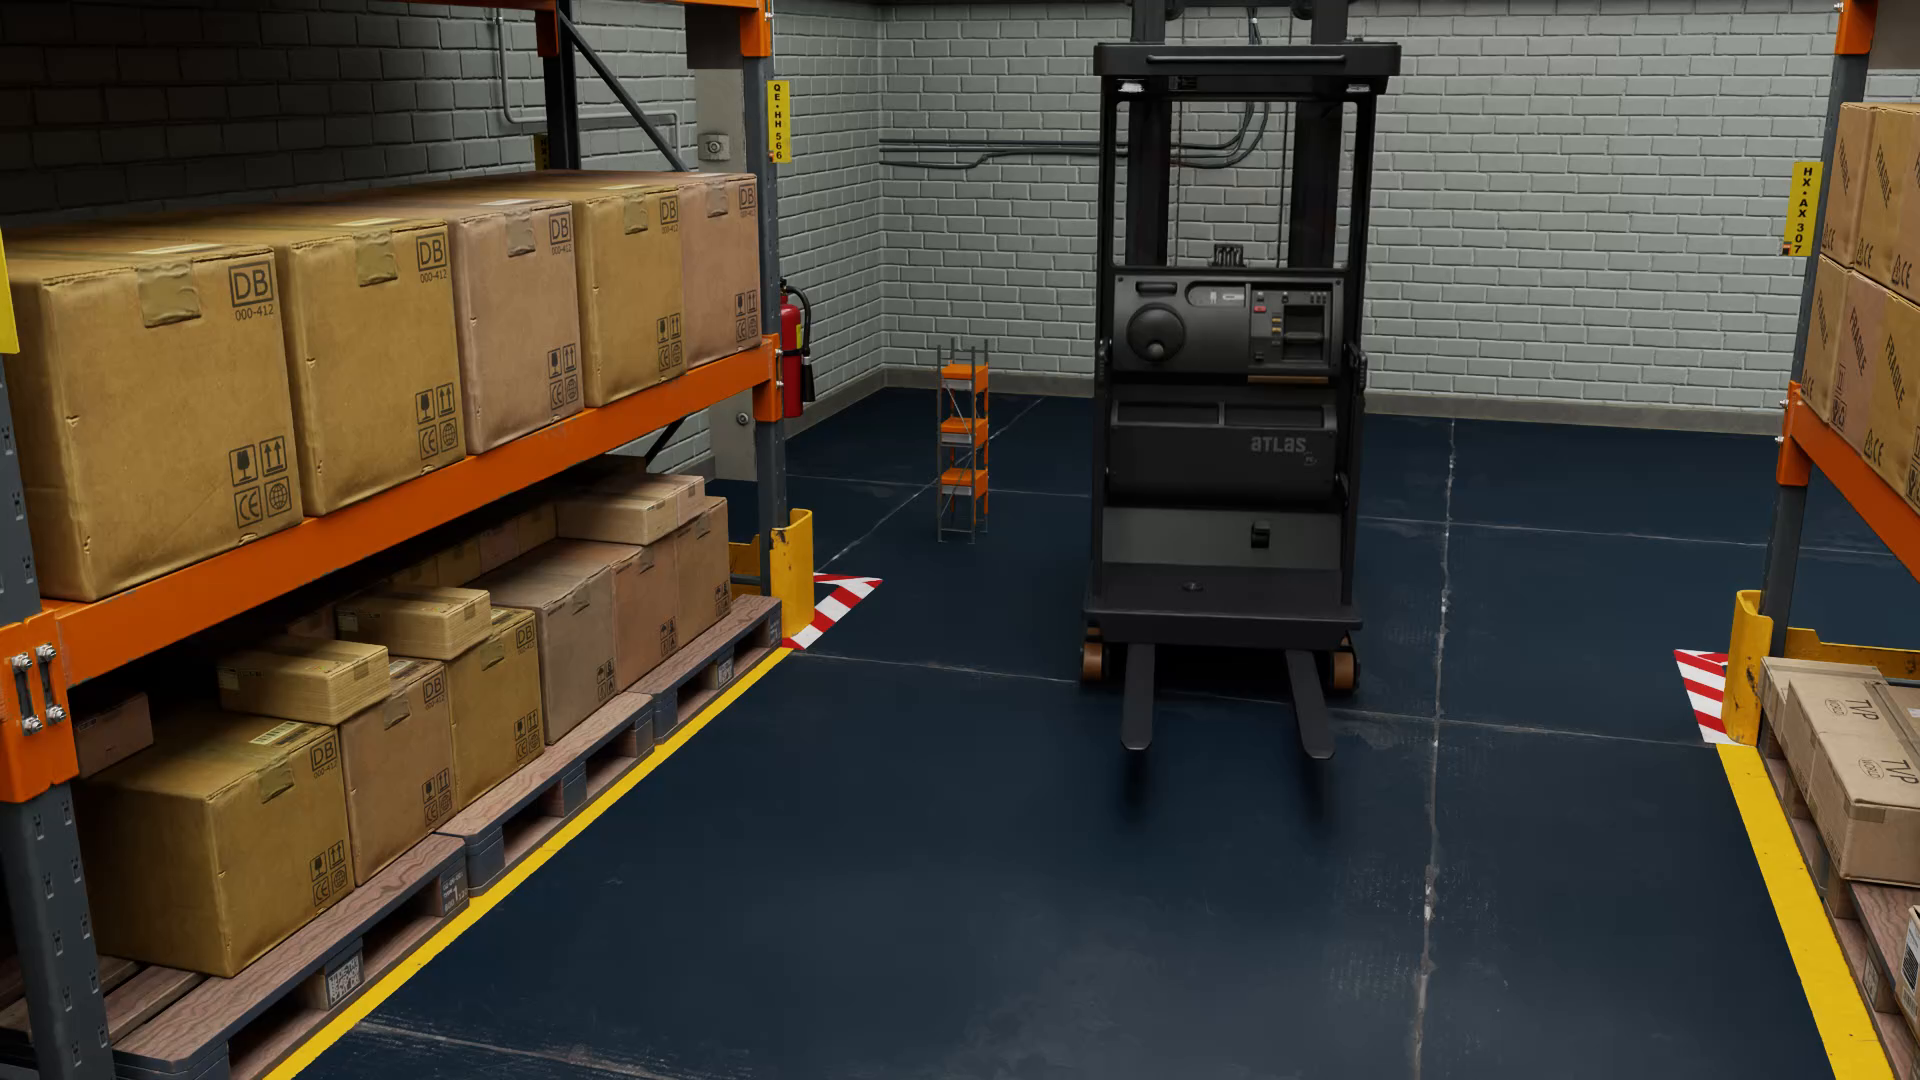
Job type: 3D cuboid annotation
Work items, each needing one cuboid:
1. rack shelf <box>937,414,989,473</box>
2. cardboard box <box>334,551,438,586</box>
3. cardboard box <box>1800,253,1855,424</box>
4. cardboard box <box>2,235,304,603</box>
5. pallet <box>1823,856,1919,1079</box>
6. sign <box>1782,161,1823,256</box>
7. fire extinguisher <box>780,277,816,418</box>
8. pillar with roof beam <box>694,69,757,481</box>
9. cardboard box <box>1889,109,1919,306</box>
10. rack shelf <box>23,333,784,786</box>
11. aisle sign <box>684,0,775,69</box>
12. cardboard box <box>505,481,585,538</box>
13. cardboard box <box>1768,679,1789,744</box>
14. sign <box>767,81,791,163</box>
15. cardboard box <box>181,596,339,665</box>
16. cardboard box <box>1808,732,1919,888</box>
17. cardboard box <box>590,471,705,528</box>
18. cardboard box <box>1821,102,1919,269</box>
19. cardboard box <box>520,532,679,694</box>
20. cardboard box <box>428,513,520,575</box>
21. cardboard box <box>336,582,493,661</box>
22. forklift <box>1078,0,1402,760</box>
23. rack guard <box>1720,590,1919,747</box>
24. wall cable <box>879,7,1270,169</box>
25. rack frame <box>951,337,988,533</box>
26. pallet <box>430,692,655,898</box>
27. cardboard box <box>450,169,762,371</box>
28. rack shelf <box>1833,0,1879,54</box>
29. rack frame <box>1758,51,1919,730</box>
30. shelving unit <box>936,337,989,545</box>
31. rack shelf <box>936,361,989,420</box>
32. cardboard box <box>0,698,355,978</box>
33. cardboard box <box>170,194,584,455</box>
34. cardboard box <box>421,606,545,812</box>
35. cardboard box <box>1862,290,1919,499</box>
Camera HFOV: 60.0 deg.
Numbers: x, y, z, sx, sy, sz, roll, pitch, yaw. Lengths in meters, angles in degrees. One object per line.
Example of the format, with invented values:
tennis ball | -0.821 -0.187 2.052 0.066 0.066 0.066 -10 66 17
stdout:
rack shelf | 0.015 -0.509 8.738 0.215 0.259 0.240 5 16 16
cardboard box | -1.951 0.140 5.463 0.380 0.149 0.250 4 16 15
cardboard box | 3.110 -0.659 5.472 0.500 0.500 0.500 5 17 17
cardboard box | -2.228 -0.328 3.939 0.980 0.700 0.700 5 17 17
pallet | 2.893 1.182 4.276 1.003 0.211 1.213 5 16 16
sign | 2.969 -1.165 5.853 0.100 0.325 0.005 5 16 16
fire extinguisher | -0.776 -0.877 7.248 0.296 0.674 0.183 5 16 16
pillar with roof beam | 2.804 -4.415 7.905 9.100 9.000 0.400 5 16 16
cardboard box | 2.822 -0.872 4.391 0.500 0.500 0.500 5 17 17
rack shelf | -1.830 -0.220 5.427 1.077 0.370 4.000 5 16 16
aisle sign | -0.953 -2.336 6.803 0.394 0.787 0.004 5 16 16
cardboard box | -1.664 -0.126 6.398 0.380 0.149 0.250 5 16 16
cardboard box | 2.970 0.593 5.627 0.380 0.166 0.250 5 16 16
sign | -0.745 -1.715 6.822 0.100 0.325 0.005 5 16 16
cardboard box | -2.097 0.273 4.992 0.380 0.149 0.250 4 16 14
cardboard box | 2.779 0.787 4.792 0.500 0.250 0.500 5 16 16
cardboard box | -1.226 -0.162 6.528 0.380 0.149 0.250 4 16 15
cardboard box | 3.110 -1.140 5.336 0.500 0.500 0.500 5 17 18
cardboard box | -1.506 0.233 6.323 0.700 0.500 0.500 5 16 16
cardboard box | -1.807 0.006 5.933 0.380 0.149 0.250 5 17 17
cardboard box | -1.667 0.246 5.089 0.380 0.149 0.250 4 16 14
forklift | 1.074 -0.897 6.621 1.130 2.935 3.031 2 16 7
rack guard | 3.468 0.516 6.094 1.175 0.500 0.348 5 16 16
wall cable | 0.689 -3.934 11.898 3.097 2.526 0.112 5 16 16
rack frame | 0.050 -0.551 8.848 0.200 1.050 0.008 5 16 16
pallet | -1.762 0.785 5.674 1.003 0.211 1.213 5 16 16
cardboard box | -1.397 -1.100 6.660 0.980 0.700 0.700 5 17 18
rack shelf | 2.921 -1.280 3.667 1.077 0.370 4.000 5 16 16
rack frame | 3.489 -0.706 5.823 1.000 3.000 0.127 5 16 16
shelving unit | 0.015 -0.519 8.735 0.215 1.050 0.252 5 16 16
rack shelf | 0.015 -0.782 8.661 0.215 0.259 0.240 5 16 16
cardboard box | -2.087 0.770 4.430 0.700 0.500 0.500 5 17 17
cardboard box | -1.818 -0.710 5.285 0.980 0.700 0.700 4 16 13
cardboard box | -1.793 0.504 5.365 0.700 0.500 0.500 5 17 17
cardboard box | 2.823 -0.392 4.532 0.500 0.500 0.500 5 16 16
